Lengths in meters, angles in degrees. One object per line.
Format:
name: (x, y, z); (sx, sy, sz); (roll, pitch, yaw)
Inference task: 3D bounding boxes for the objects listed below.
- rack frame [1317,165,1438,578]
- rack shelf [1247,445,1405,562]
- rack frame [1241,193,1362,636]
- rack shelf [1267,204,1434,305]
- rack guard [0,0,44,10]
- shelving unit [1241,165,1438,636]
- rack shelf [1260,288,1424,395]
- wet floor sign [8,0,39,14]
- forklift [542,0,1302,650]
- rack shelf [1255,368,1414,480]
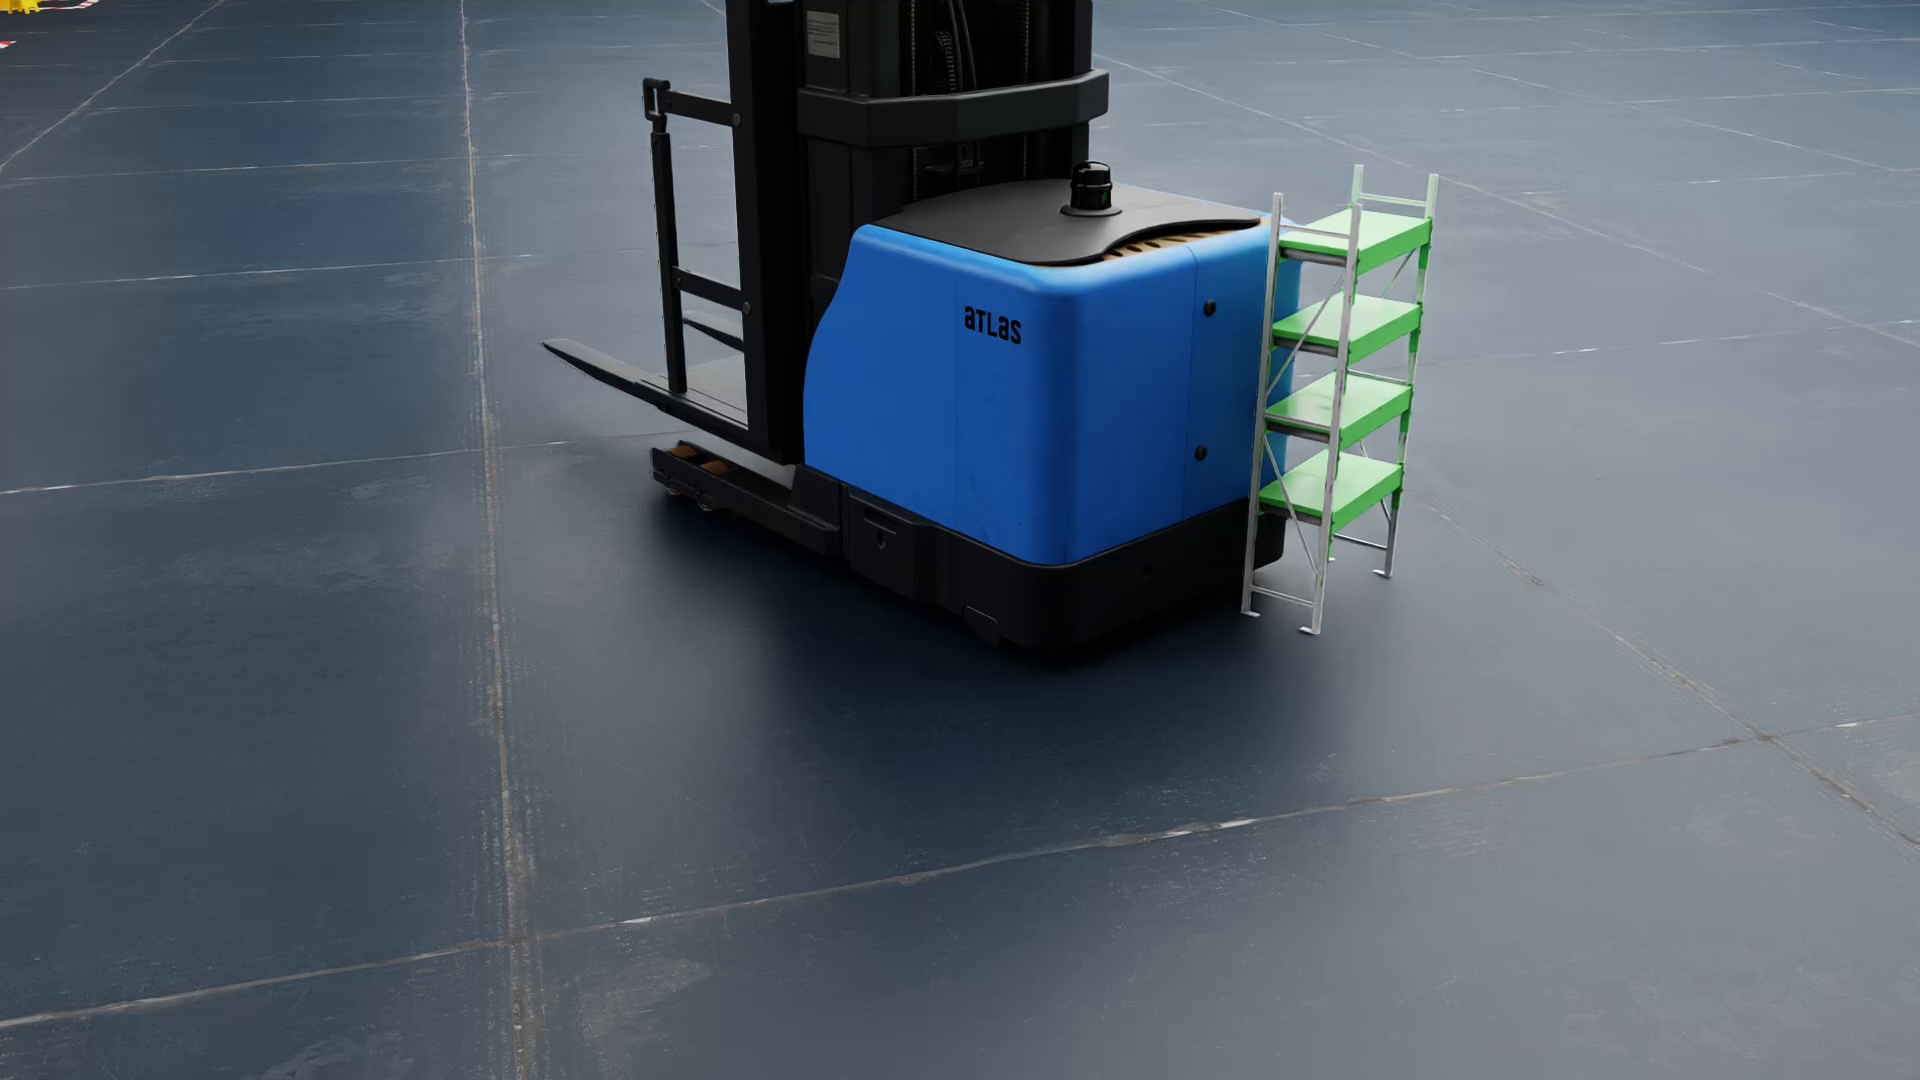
rack frame: (1.200, -0.469, 4.820); (0.240, 1.200, 0.015); (17, 28, 34)
rack shelf: (1.052, -0.113, 4.762); (0.258, 0.148, 0.480); (17, 28, 34)
rack frame: (0.906, -0.315, 4.462); (0.240, 1.200, 0.015); (17, 28, 34)
rack shelf: (1.054, -0.774, 4.476); (0.258, 0.148, 0.480); (17, 28, 34)
rack guard: (-11.874, -6.990, 20.908); (0.348, 0.500, 1.175); (-6, 24, -14)
shelving unit: (1.053, -0.392, 4.641); (0.258, 1.200, 0.503); (17, 28, 34)
rack shelf: (1.053, -0.554, 4.571); (0.258, 0.148, 0.480); (17, 28, 34)
wet floor sign: (-11.329, -6.679, 19.998); (0.232, 0.644, 0.267); (2, 23, 4)
forklift: (-0.382, -1.556, 5.159); (1.130, 2.935, 3.031); (-19, 30, -37)
rack shelf: (1.053, -0.334, 4.667); (0.258, 0.148, 0.480); (17, 28, 34)
